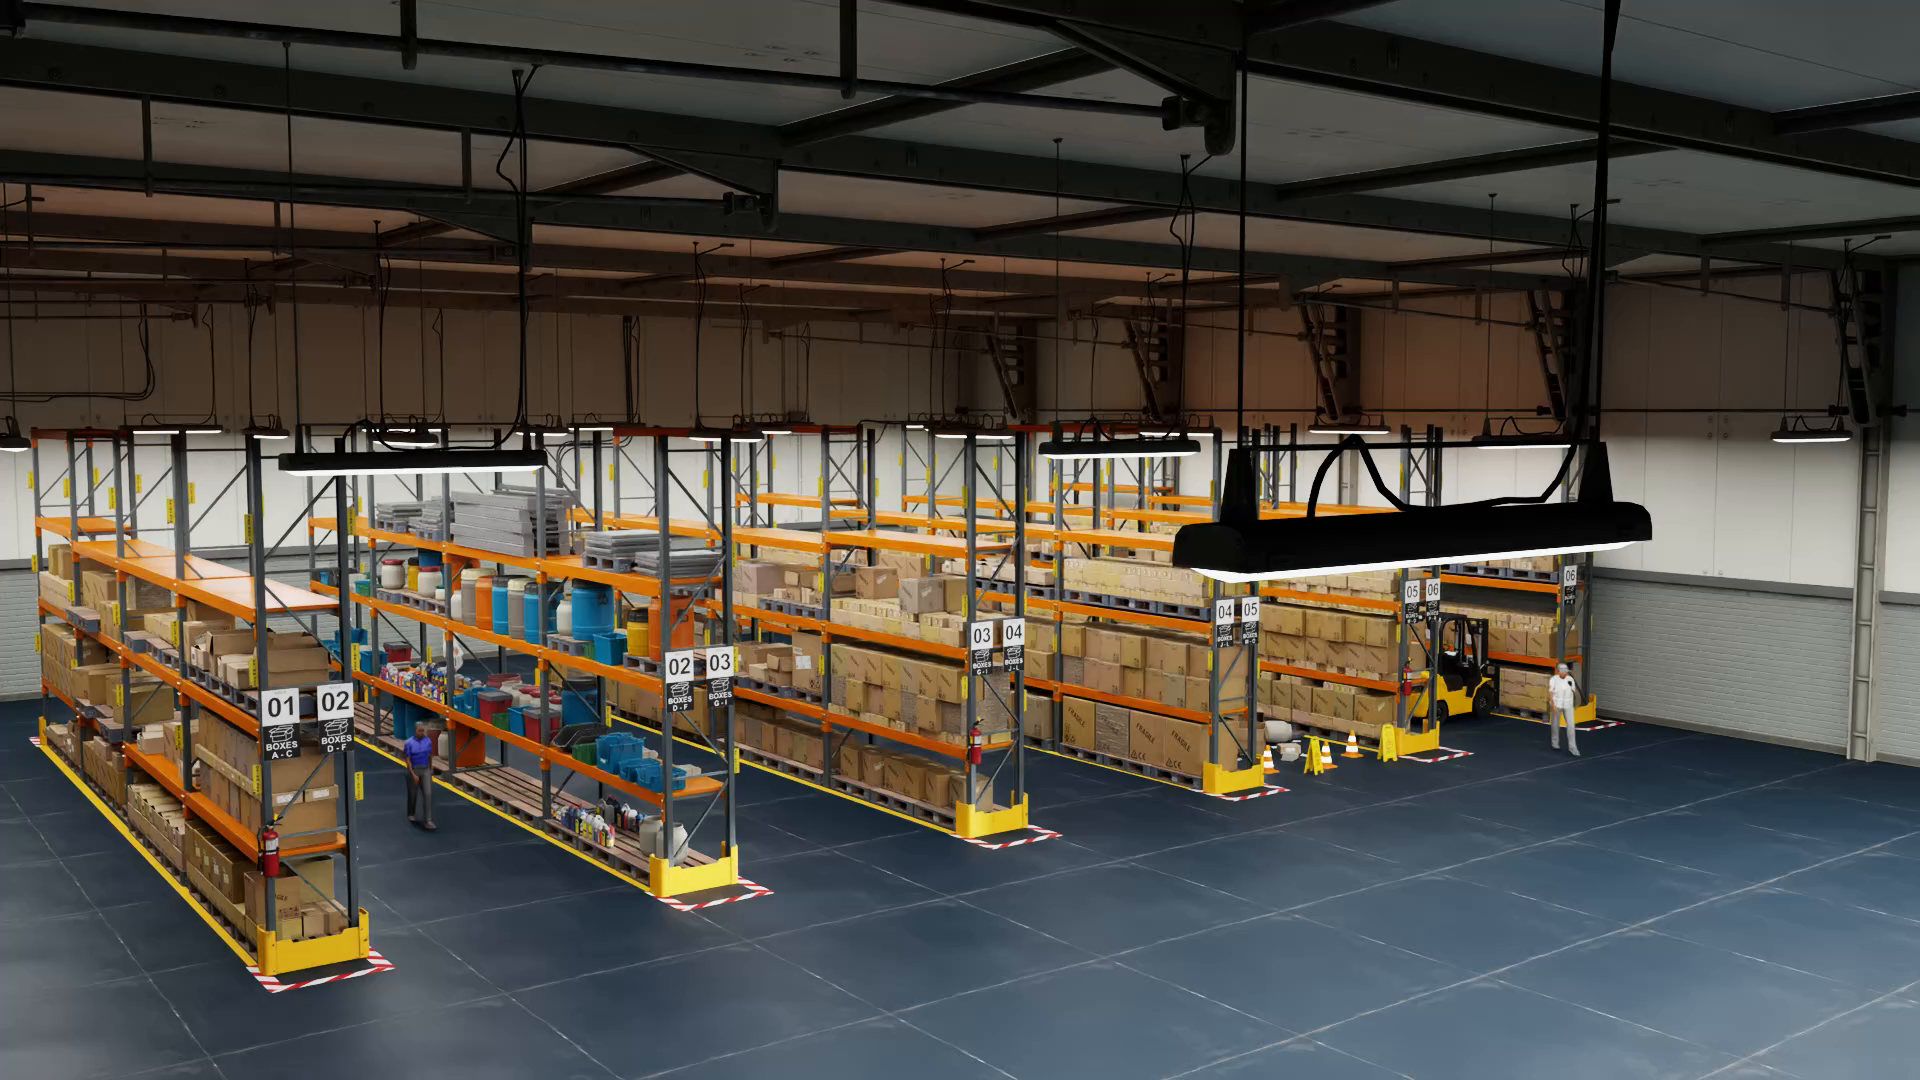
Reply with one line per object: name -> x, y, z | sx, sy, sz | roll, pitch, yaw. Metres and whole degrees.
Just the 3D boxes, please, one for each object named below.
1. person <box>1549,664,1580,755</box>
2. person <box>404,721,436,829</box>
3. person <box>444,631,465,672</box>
person -> 11.153, 3.087, 30.716 | 0.537, 1.622, 0.871 | 1, 5, 13
person -> -8.186, 3.541, 25.220 | 0.444, 1.589, 0.993 | -3, 5, -32
person -> -11.621, 2.452, 37.875 | 0.565, 1.777, 0.611 | -3, 5, -35
